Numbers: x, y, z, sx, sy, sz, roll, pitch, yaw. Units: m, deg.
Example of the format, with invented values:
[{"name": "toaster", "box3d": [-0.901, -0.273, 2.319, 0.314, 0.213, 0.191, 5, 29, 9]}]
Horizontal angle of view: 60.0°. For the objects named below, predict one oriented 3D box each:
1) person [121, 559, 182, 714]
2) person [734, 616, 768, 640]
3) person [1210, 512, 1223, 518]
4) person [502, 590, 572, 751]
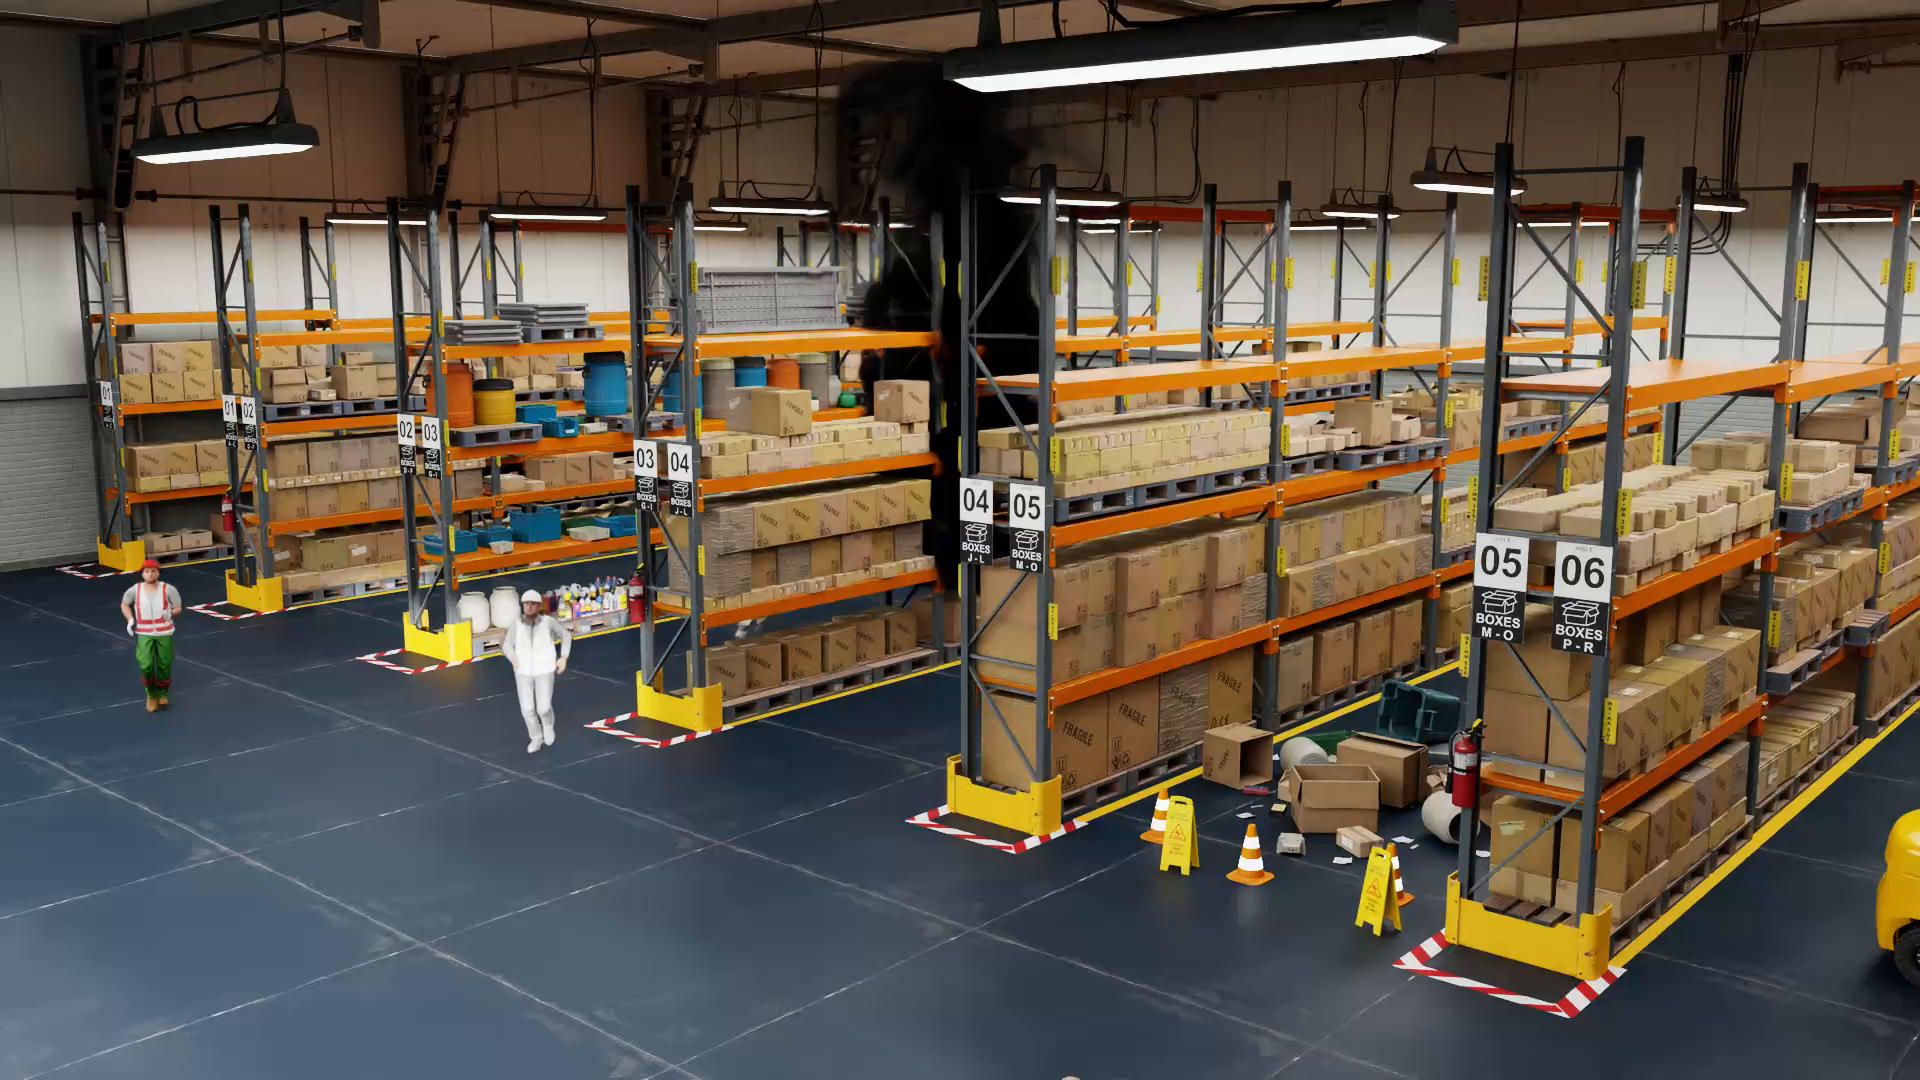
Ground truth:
[{"name": "person", "box3d": [-9.309, 1.119, 19.207, 0.637, 1.792, 0.653, -5, 11, -25]}, {"name": "person", "box3d": [-2.900, 0.504, 22.648, 0.680, 1.785, 0.990, 5, 11, 29]}, {"name": "person", "box3d": [3.645, 0.378, 24.021, 0.554, 1.623, 0.548, 7, 12, 36]}, {"name": "person", "box3d": [-4.495, 1.400, 17.642, 0.704, 1.746, 0.587, -1, 10, -6]}]
